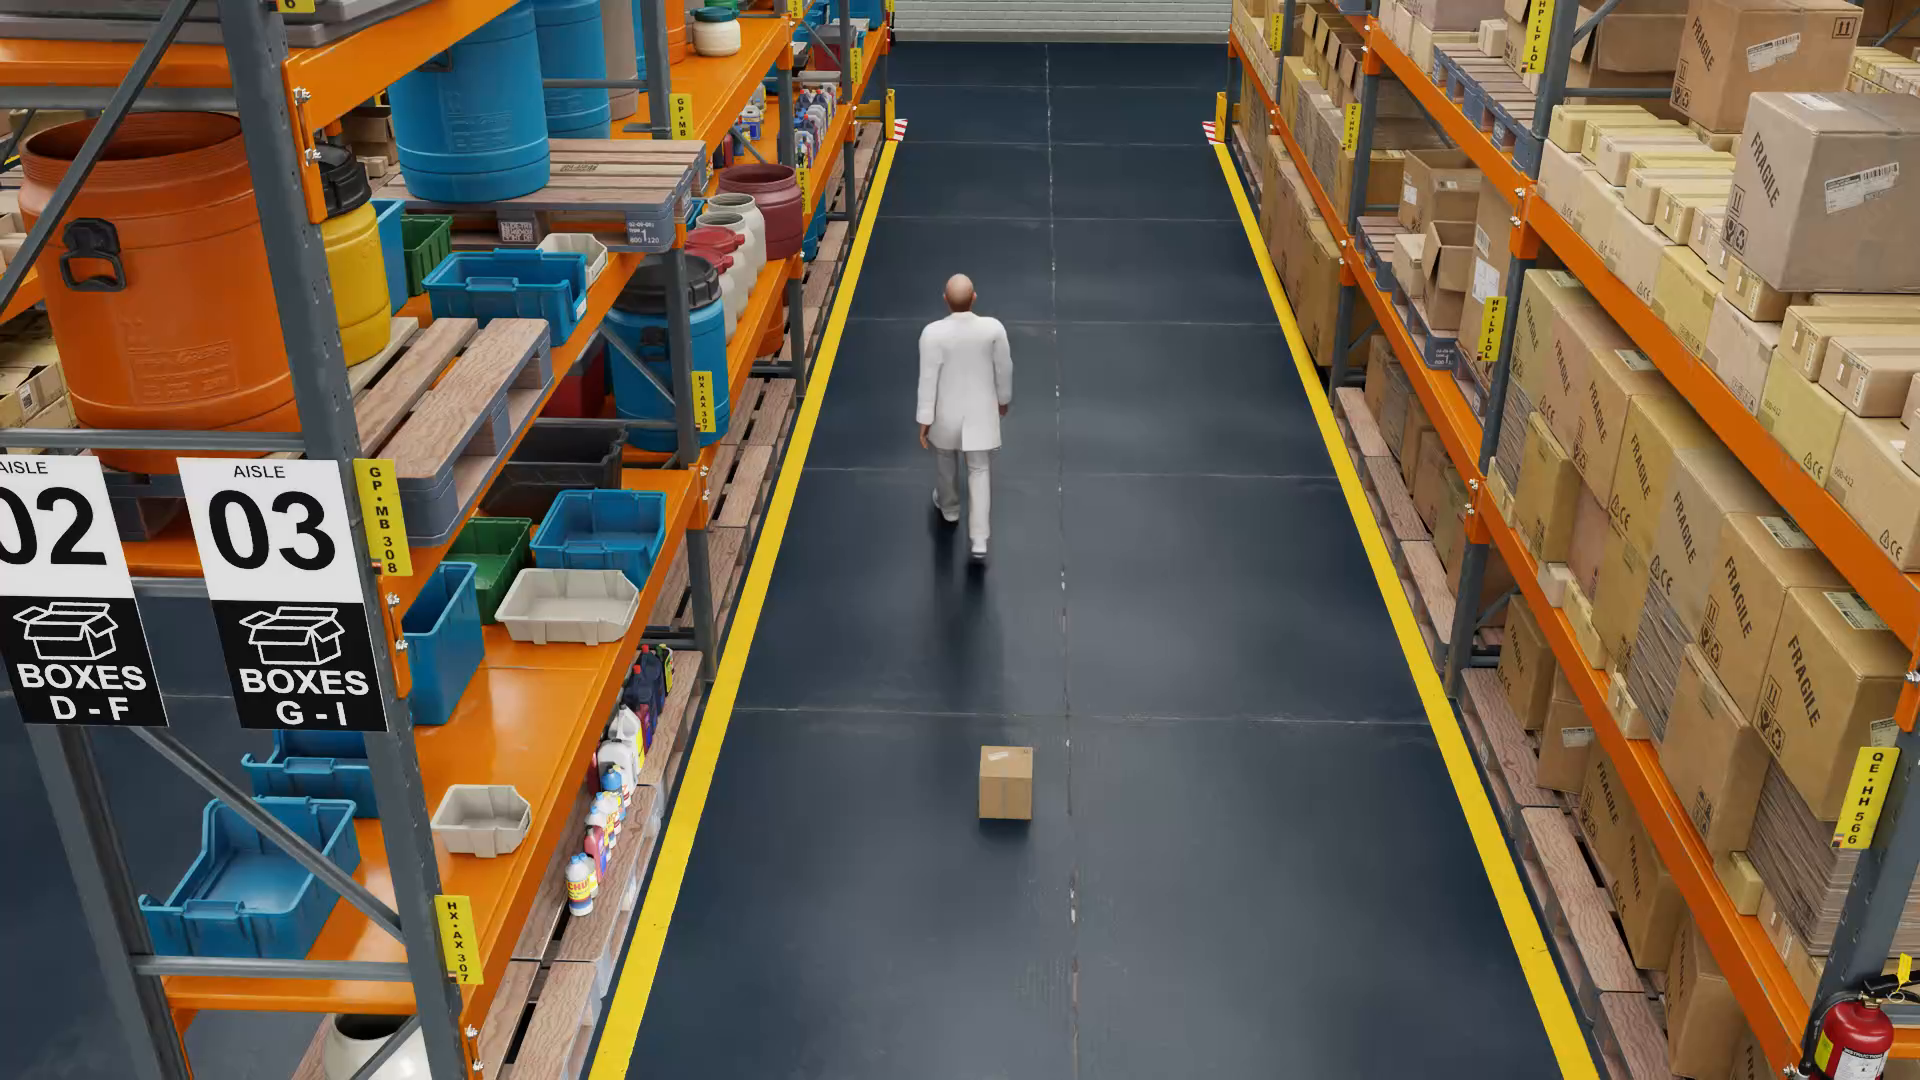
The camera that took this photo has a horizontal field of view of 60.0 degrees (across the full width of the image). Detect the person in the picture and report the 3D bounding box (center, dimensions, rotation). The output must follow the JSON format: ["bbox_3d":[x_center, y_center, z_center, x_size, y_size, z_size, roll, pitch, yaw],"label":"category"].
[{"bbox_3d":[0.015,-0.833,10.215,0.604,1.743,0.985,-3,28,-5],"label":"person"}]
